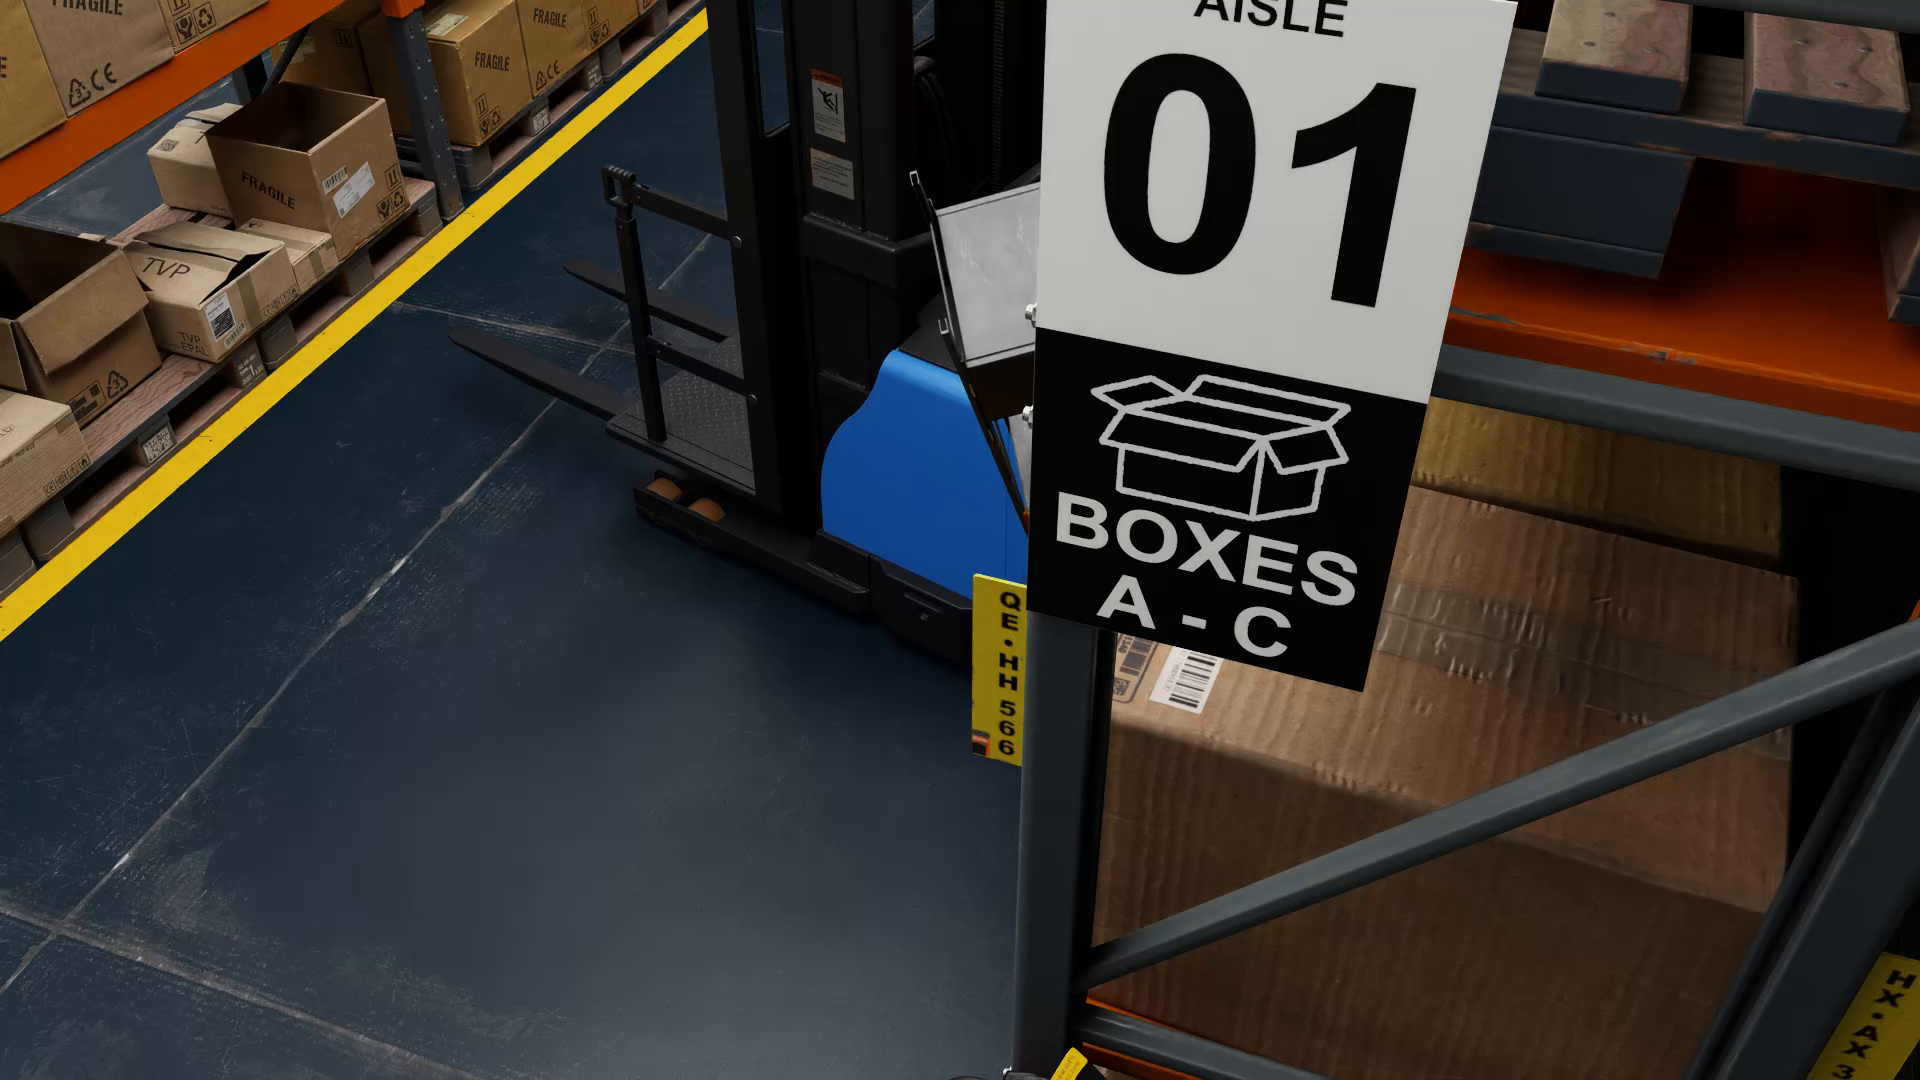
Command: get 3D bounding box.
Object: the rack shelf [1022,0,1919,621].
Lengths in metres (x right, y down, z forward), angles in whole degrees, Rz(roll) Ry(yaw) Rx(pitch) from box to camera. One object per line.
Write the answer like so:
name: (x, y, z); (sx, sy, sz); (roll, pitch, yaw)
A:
rack shelf: (1.253, -1.251, 3.148); (1.077, 0.370, 4.000); (13, 42, 15)

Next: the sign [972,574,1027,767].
sign: (0.064, 0.177, 2.157); (0.100, 0.325, 0.005); (13, 42, 15)

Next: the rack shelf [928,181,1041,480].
rack shelf: (0.250, -0.480, 3.572); (0.480, 0.518, 0.431); (-14, 63, 7)

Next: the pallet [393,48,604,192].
pallet: (-2.477, -2.144, 8.100); (1.003, 0.211, 1.213); (13, 42, 15)

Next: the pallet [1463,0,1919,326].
pallet: (0.813, -0.725, 2.046); (1.003, 0.211, 1.213); (13, 42, 15)

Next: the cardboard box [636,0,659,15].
cardboard box: (-1.802, -3.097, 8.655); (0.500, 0.500, 0.500); (12, 42, 13)

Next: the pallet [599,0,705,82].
pallet: (-2.061, -2.890, 8.975); (1.003, 0.211, 1.213); (13, 42, 15)

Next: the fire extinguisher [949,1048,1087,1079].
fire extinguisher: (0.084, 0.998, 2.617); (0.296, 0.674, 0.183); (13, 42, 15)

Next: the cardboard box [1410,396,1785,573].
cardboard box: (0.972, -0.037, 3.251); (0.980, 0.700, 0.700); (13, 42, 15)

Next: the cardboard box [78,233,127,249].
cardboard box: (-3.353, -1.052, 6.516); (0.380, 0.166, 0.250); (13, 42, 15)

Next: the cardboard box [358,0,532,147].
cardboard box: (-2.325, -2.157, 7.555); (0.500, 0.500, 0.500); (11, 42, 13)

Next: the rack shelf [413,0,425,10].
rack shelf: (-2.036, -3.646, 8.267); (1.077, 0.370, 4.000); (13, 42, 15)

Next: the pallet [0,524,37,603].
pallet: (-3.790, 0.268, 5.274); (1.003, 0.211, 1.213); (13, 42, 15)

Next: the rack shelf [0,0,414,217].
rack shelf: (-3.403, -1.207, 5.407); (1.077, 0.370, 4.000); (13, 42, 15)

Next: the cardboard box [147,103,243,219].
cardboard box: (-3.066, -1.637, 7.090); (0.500, 0.311, 0.500); (13, 42, 15)

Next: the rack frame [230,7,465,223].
rack frame: (-2.719, -2.700, 6.604); (1.000, 3.000, 0.127); (13, 42, 15)

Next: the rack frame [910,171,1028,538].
rack frame: (0.160, -0.136, 4.208); (0.015, 2.100, 0.400); (-14, 63, 7)

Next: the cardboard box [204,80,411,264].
cardboard box: (-2.648, -1.506, 6.791); (0.500, 0.500, 0.500); (13, 42, 15)

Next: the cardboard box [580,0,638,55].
cardboard box: (-1.975, -2.788, 8.294); (0.500, 0.500, 0.500); (14, 42, 16)

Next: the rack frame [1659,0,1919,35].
rack frame: (0.569, -1.446, 0.511); (1.000, 3.000, 0.127); (13, 42, 15)

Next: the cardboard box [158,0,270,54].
cardboard box: (-2.824, -2.062, 5.778); (0.500, 0.500, 0.500); (14, 43, 16)

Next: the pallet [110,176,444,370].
pallet: (-2.955, -1.221, 7.018); (1.003, 0.211, 1.213); (13, 42, 15)

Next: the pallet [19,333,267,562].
pallet: (-3.371, -0.474, 6.143); (1.003, 0.211, 1.213); (13, 42, 15)

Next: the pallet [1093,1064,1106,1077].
pallet: (0.769, 1.393, 3.955); (1.003, 0.211, 1.213); (13, 42, 15)

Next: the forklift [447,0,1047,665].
forklift: (-0.518, -1.348, 5.071); (3.031, 2.935, 1.130); (24, 46, 26)

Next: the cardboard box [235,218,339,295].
cardboard box: (-2.720, -1.130, 6.621); (0.380, 0.149, 0.250); (13, 42, 15)

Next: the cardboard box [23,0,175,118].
cardboard box: (-2.998, -1.748, 5.410); (0.500, 0.500, 0.500); (14, 42, 16)

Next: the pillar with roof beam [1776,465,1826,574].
pillar with roof beam: (-1.535, -4.222, 3.765); (9.100, 9.000, 0.400); (13, 42, 15)

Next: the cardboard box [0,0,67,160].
cardboard box: (-3.169, -1.436, 5.046); (0.500, 0.500, 0.500); (14, 42, 16)

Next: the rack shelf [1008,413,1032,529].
rack shelf: (0.398, -0.189, 4.191); (0.480, 0.518, 0.431); (-14, 63, 7)

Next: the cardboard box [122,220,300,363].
cardboard box: (-2.904, -0.977, 6.316); (0.500, 0.311, 0.500); (13, 42, 15)

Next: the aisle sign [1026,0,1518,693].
aisle sign: (0.263, -0.175, 1.641); (0.394, 0.787, 0.004); (13, 42, 15)

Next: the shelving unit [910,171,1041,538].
shelving unit: (0.395, -0.195, 4.179); (0.503, 2.100, 0.431); (-14, 63, 7)

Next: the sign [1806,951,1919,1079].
sign: (1.089, 0.604, 2.003); (0.100, 0.325, 0.005); (13, 42, 15)

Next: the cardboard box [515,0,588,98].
cardboard box: (-2.153, -2.485, 7.939); (0.500, 0.500, 0.500); (14, 42, 16)

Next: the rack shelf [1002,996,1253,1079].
rack shelf: (1.253, -0.109, 4.121); (1.077, 0.370, 4.000); (13, 42, 15)

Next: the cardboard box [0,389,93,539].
cardboard box: (-3.293, -0.260, 5.524); (0.500, 0.250, 0.500); (13, 42, 15)

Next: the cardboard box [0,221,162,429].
cardboard box: (-3.357, -0.771, 5.927); (0.797, 0.503, 0.637); (13, 42, 15)

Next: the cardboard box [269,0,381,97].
cardboard box: (-2.820, -2.281, 7.700); (0.500, 0.500, 0.500); (13, 42, 15)

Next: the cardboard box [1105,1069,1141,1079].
cardboard box: (0.714, 1.179, 3.660); (0.700, 0.500, 0.500); (13, 42, 15)

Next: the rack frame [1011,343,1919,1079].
rack frame: (0.569, 0.837, 2.458); (1.000, 3.000, 0.127); (13, 42, 15)

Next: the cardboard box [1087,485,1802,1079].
cardboard box: (0.734, 0.409, 2.728); (0.980, 0.700, 0.700); (15, 43, 17)
